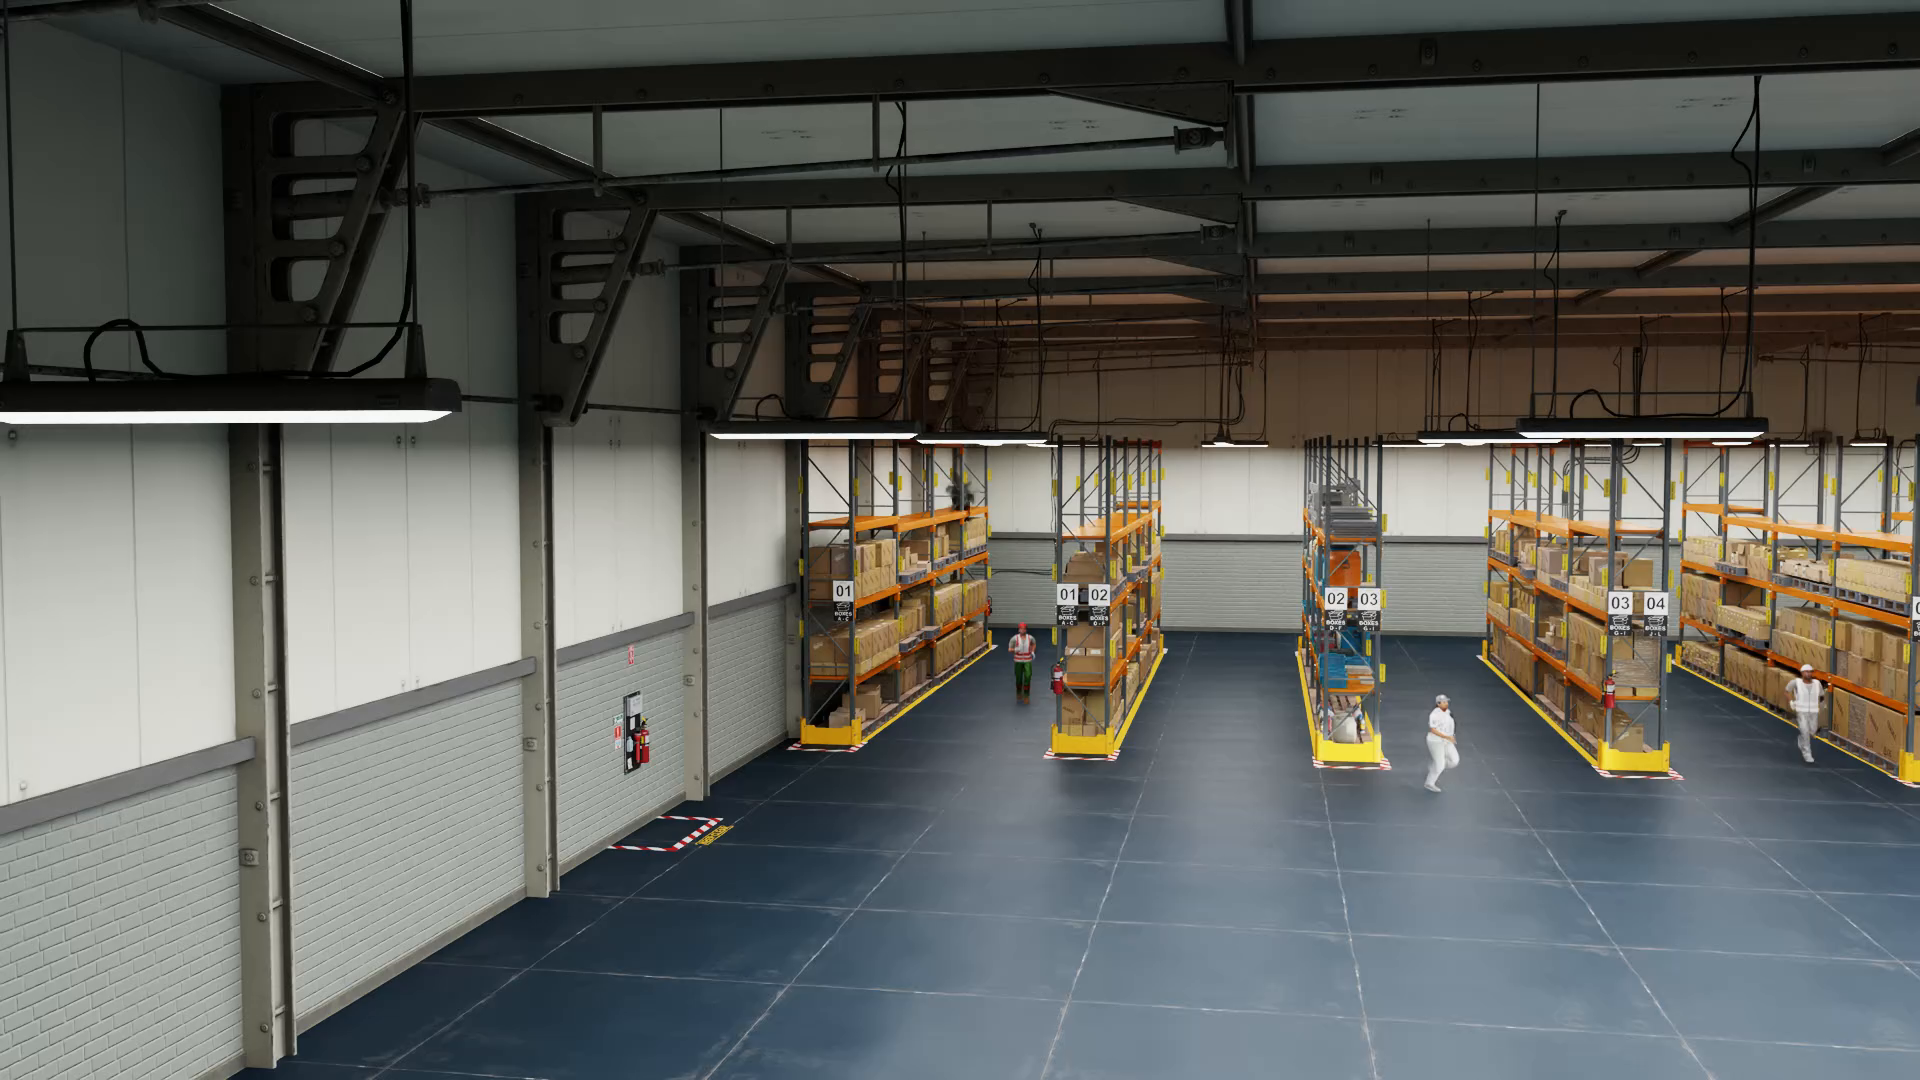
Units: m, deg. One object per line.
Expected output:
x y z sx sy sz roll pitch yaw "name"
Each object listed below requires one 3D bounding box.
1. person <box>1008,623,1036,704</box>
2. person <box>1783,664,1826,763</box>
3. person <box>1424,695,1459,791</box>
1.413 2.760 37.563 0.618 1.794 0.882 0 3 -3 "person"
15.648 3.184 30.785 0.681 1.776 0.879 0 3 7 "person"
8.122 3.405 27.953 0.631 1.626 0.605 -3 4 -39 "person"
